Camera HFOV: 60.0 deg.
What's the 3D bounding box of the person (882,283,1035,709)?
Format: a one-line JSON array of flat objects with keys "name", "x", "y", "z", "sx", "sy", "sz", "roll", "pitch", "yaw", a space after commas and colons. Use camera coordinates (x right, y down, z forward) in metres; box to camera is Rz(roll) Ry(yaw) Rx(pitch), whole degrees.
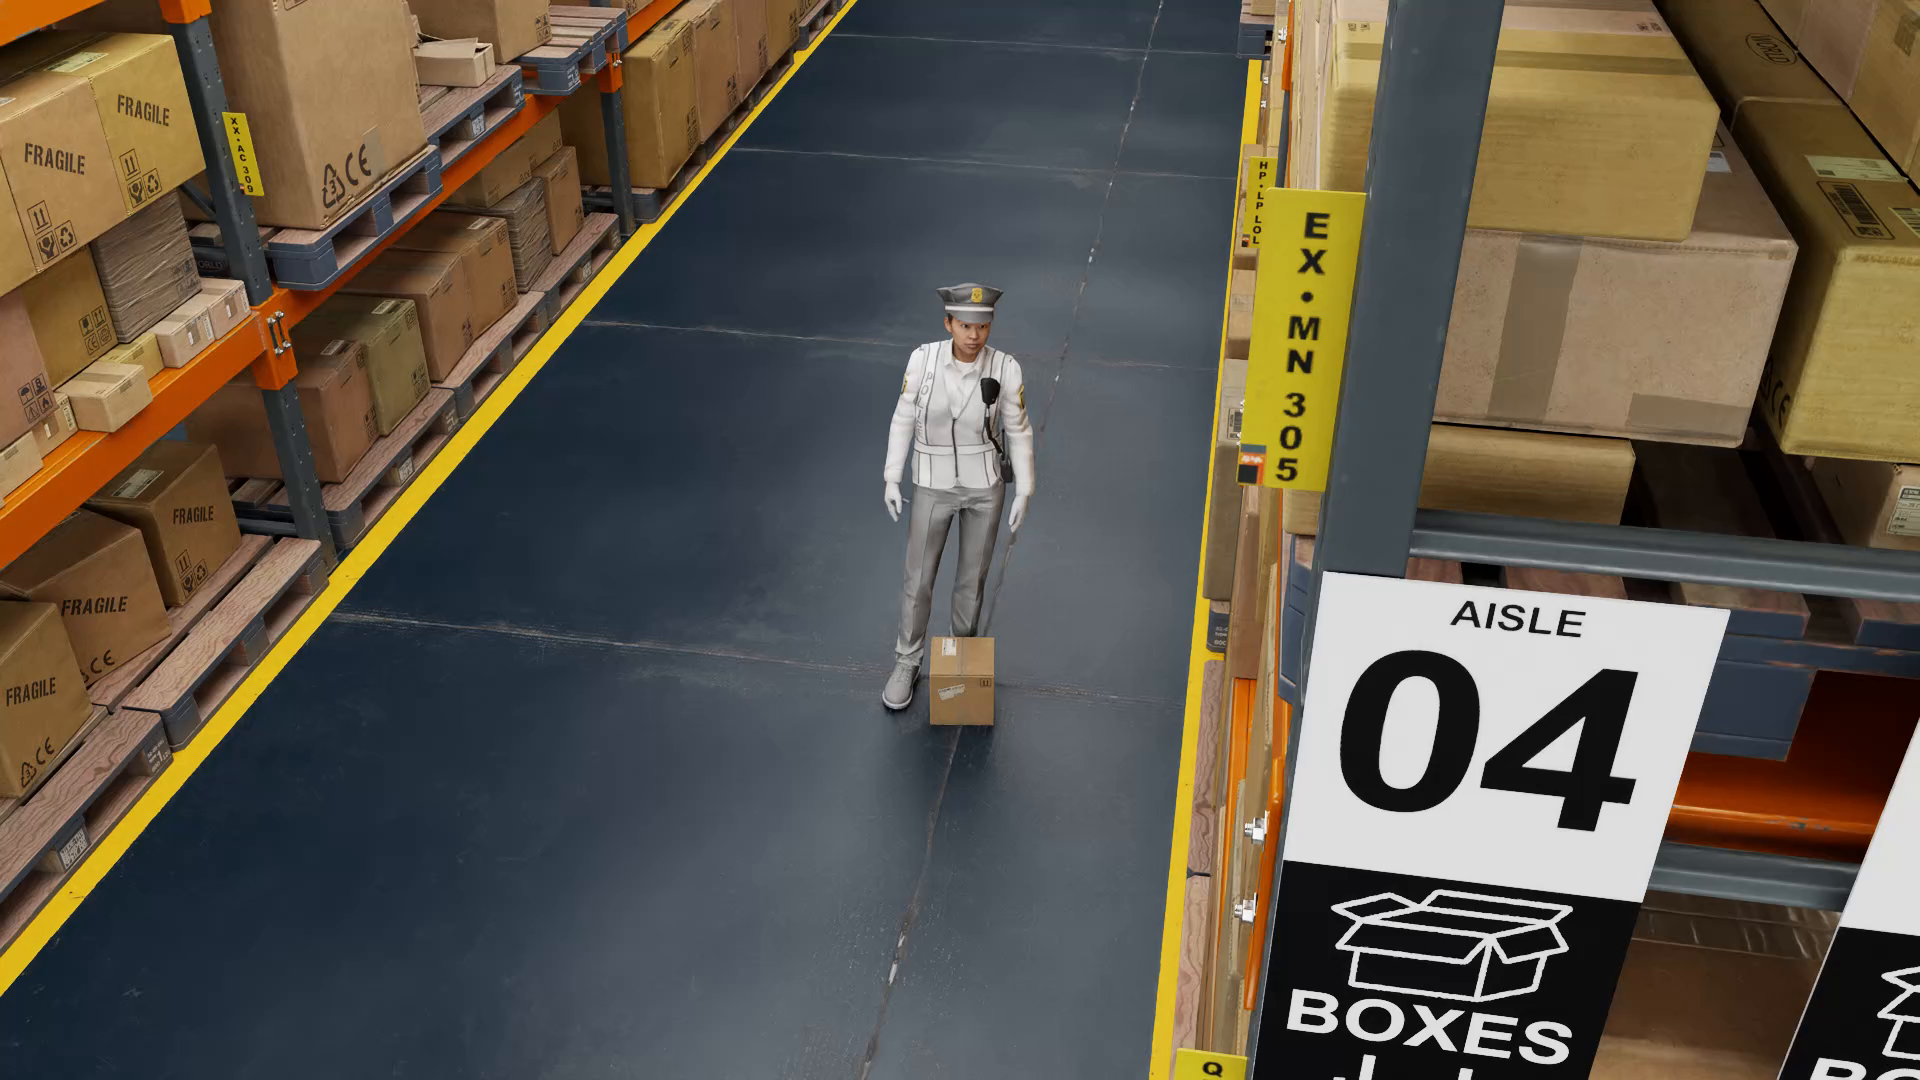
[{"name": "person", "x": -0.008, "y": -0.169, "z": 6.354, "sx": 0.587, "sy": 1.694, "sz": 0.529, "roll": 2, "pitch": 33, "yaw": 2}]
